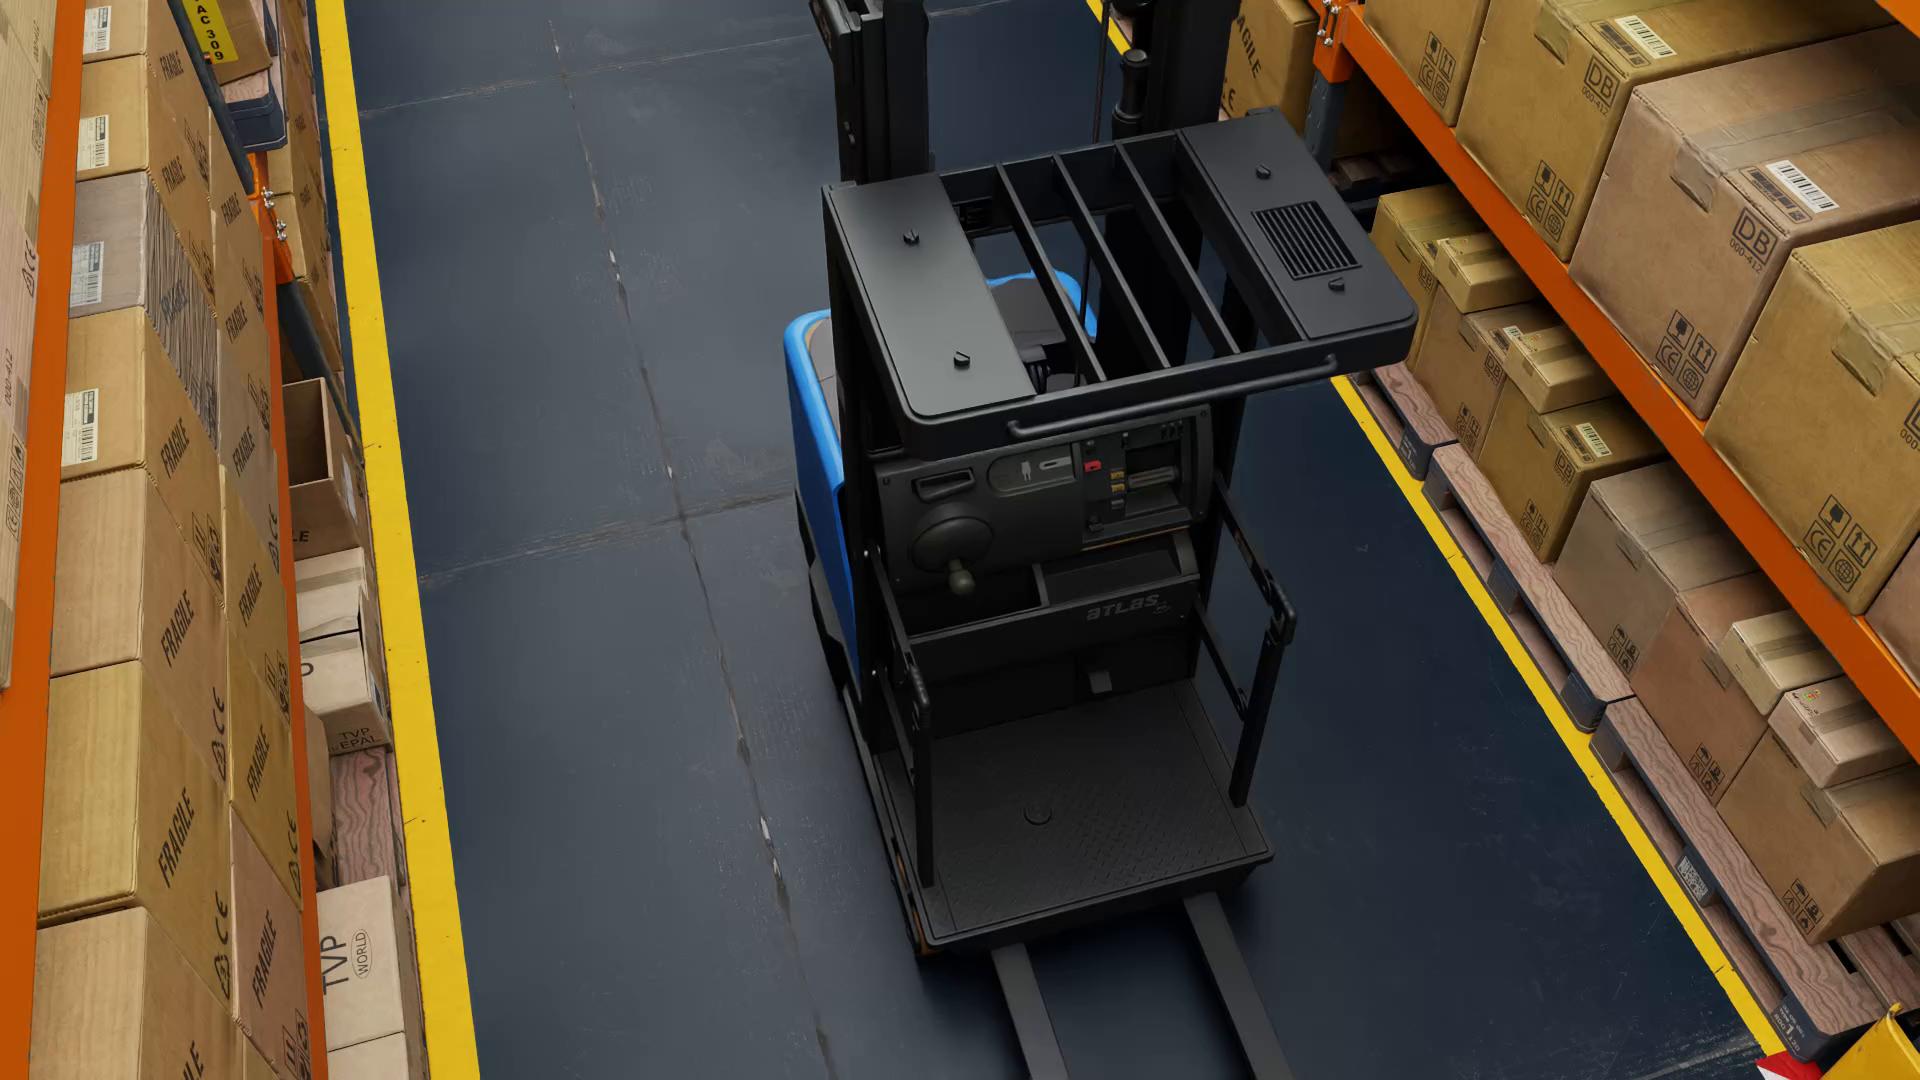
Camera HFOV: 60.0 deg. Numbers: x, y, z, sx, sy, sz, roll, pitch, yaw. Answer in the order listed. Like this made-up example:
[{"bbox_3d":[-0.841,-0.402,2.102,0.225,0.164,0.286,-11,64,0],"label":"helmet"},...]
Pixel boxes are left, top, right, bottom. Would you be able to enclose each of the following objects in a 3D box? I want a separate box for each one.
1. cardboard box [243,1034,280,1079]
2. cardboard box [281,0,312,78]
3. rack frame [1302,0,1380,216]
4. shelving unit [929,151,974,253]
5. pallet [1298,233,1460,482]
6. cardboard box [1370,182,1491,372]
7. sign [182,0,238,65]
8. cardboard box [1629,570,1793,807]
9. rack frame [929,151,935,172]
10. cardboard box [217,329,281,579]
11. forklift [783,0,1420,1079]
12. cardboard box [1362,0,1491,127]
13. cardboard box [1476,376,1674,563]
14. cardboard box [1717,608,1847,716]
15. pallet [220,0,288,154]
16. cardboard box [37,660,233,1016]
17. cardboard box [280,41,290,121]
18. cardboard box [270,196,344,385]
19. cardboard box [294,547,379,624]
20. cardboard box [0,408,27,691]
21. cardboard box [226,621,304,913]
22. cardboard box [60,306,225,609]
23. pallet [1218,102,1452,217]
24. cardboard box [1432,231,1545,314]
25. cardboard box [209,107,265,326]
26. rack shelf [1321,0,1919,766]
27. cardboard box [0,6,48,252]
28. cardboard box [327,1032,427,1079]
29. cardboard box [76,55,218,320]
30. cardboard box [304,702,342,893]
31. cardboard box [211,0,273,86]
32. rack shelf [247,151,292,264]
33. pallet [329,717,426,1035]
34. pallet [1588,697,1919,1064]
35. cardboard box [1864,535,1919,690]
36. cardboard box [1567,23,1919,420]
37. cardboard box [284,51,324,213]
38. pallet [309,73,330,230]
[{"bbox_3d":[-1.517,1.316,3.113,0.500,0.500,0.500,-12,51,-10],"label":"cardboard box"},{"bbox_3d":[-3.350,-2.439,7.691,0.500,0.500,0.500,-15,51,-12],"label":"cardboard box"},{"bbox_3d":[1.910,-2.312,6.237,1.000,3.000,0.127,-13,51,-11],"label":"rack frame"},{"bbox_3d":[-0.138,-0.767,6.112,0.258,1.200,0.503,-12,51,-10],"label":"shelving unit"},{"bbox_3d":[2.061,-0.840,6.820,1.003,0.211,1.213,-13,51,-11],"label":"pallet"},{"bbox_3d":[2.034,-1.072,6.552,0.700,0.500,0.500,-13,51,-11],"label":"cardboard box"},{"bbox_3d":[-2.304,-1.597,5.068,0.100,0.325,0.005,-13,51,-11],"label":"sign"},{"bbox_3d":[2.643,0.426,5.289,0.700,0.500,0.500,-13,51,-11],"label":"cardboard box"},{"bbox_3d":[-0.206,-0.947,6.263,0.240,1.200,0.015,-12,51,-10],"label":"rack frame"},{"bbox_3d":[-2.120,-0.163,4.361,0.500,0.500,0.500,-12,51,-10],"label":"cardboard box"},{"bbox_3d":[0.300,-0.005,4.338,1.130,2.935,3.031,-12,51,-10],"label":"forklift"},{"bbox_3d":[2.055,-2.009,5.785,0.980,0.700,0.700,-13,51,-10],"label":"cardboard box"},{"bbox_3d":[2.329,-0.329,5.926,0.700,0.500,0.500,-12,51,-10],"label":"cardboard box"},{"bbox_3d":[2.502,0.343,4.935,0.380,0.149,0.250,-12,51,-10],"label":"cardboard box"},{"bbox_3d":[-2.953,-1.736,5.877,1.003,0.211,1.213,-13,51,-11],"label":"pallet"},{"bbox_3d":[-1.679,0.614,3.051,0.500,0.500,0.500,-13,51,-11],"label":"cardboard box"},{"bbox_3d":[-3.027,-1.906,6.751,0.500,0.250,0.500,-13,51,-11],"label":"cardboard box"},{"bbox_3d":[-2.731,-0.934,6.422,0.500,0.500,0.500,-15,52,-13],"label":"cardboard box"},{"bbox_3d":[-2.213,0.200,5.696,0.380,0.149,0.250,-13,51,-11],"label":"cardboard box"},{"bbox_3d":[-1.682,0.013,2.413,0.500,0.250,0.500,-13,51,-11],"label":"cardboard box"},{"bbox_3d":[-1.820,0.573,3.739,0.500,0.500,0.500,-13,51,-11],"label":"cardboard box"},{"bbox_3d":[-1.973,-0.123,3.673,0.500,0.500,0.500,-14,51,-11],"label":"cardboard box"},{"bbox_3d":[1.610,-1.960,7.764,1.003,0.211,1.213,-13,51,-11],"label":"pallet"},{"bbox_3d":[1.961,-0.990,6.059,0.380,0.149,0.250,-12,51,-10],"label":"cardboard box"},{"bbox_3d":[-2.428,-0.914,4.994,0.500,0.500,0.500,-13,51,-10],"label":"cardboard box"},{"bbox_3d":[2.502,-0.619,5.281,1.077,0.370,4.000,-13,51,-11],"label":"rack shelf"},{"bbox_3d":[-1.986,-0.716,3.028,0.500,0.250,0.500,-13,51,-11],"label":"cardboard box"},{"bbox_3d":[-1.675,1.650,4.408,0.500,0.250,0.500,-13,51,-11],"label":"cardboard box"},{"bbox_3d":[-2.270,-0.859,4.293,0.500,0.500,0.500,-14,51,-12],"label":"cardboard box"},{"bbox_3d":[-2.260,0.845,4.921,0.797,0.503,0.637,-13,51,-11],"label":"cardboard box"},{"bbox_3d":[-2.747,-1.753,5.426,0.700,0.500,0.500,-30,56,-23],"label":"cardboard box"},{"bbox_3d":[-3.412,-2.418,6.797,1.077,0.370,4.000,-13,51,-11],"label":"rack shelf"},{"bbox_3d":[-2.254,1.104,5.181,1.003,0.211,1.213,-13,51,-11],"label":"pallet"},{"bbox_3d":[2.782,0.942,5.318,1.003,0.211,1.213,-13,51,-11],"label":"pallet"},{"bbox_3d":[2.933,0.143,3.972,0.980,0.700,0.700,-11,51,-9],"label":"cardboard box"},{"bbox_3d":[2.490,-0.945,4.889,0.980,0.700,0.700,-16,52,-13],"label":"cardboard box"},{"bbox_3d":[-3.040,-1.687,7.058,0.500,0.500,0.500,-13,51,-11],"label":"cardboard box"},{"bbox_3d":[-3.462,-1.769,7.603,1.003,0.211,1.213,-13,51,-11],"label":"pallet"}]
